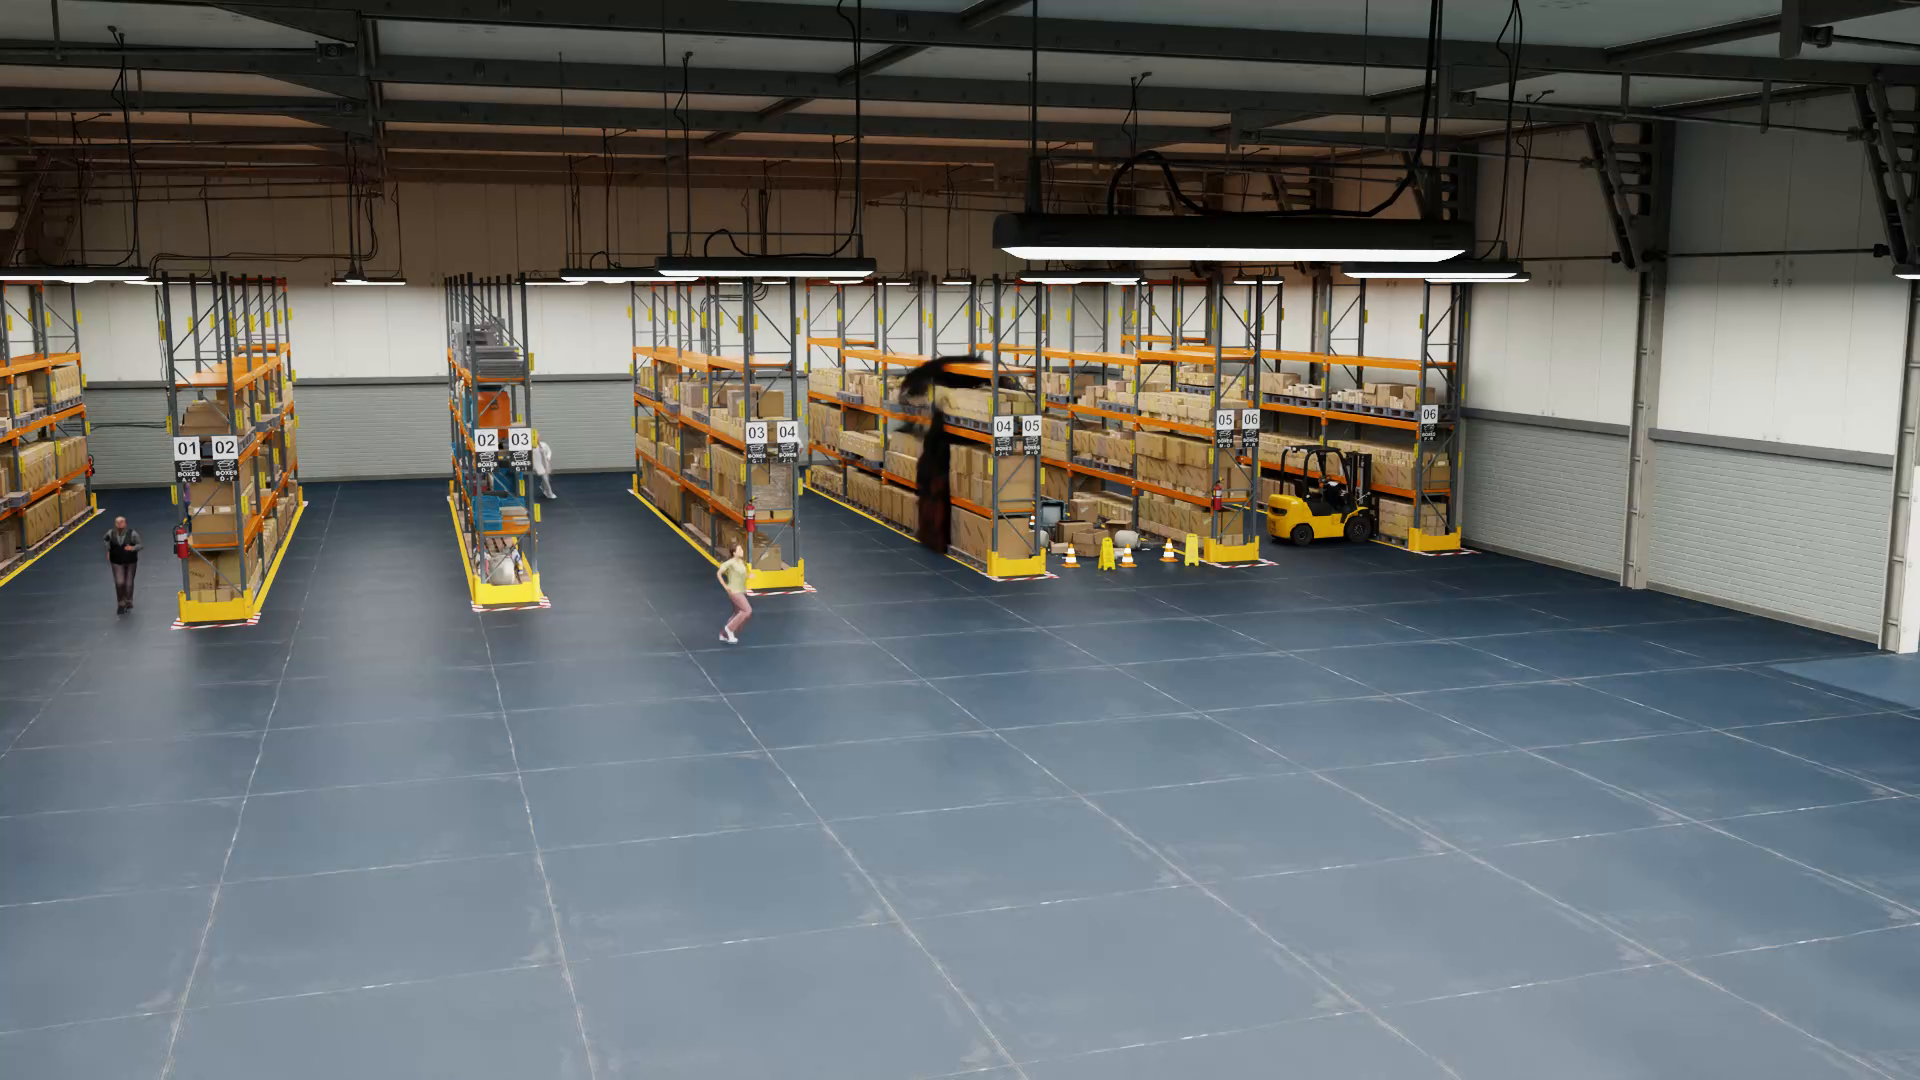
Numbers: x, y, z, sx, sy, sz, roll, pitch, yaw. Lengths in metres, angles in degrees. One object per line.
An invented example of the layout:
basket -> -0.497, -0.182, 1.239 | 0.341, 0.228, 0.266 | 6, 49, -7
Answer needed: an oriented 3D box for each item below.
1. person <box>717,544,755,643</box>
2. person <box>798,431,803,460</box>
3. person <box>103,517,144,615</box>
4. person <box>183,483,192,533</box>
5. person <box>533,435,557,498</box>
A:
person -> -3.619, 0.861, 26.937 | 0.610, 1.629, 0.578 | 2, 9, 16
person -> -4.865, -2.487, 49.112 | 0.656, 1.639, 0.569 | 8, 12, 42
person -> -14.794, 0.460, 29.461 | 0.656, 1.781, 0.781 | -4, 9, -24
person -> -17.713, -0.848, 38.412 | 0.534, 1.601, 0.830 | -4, 9, -23
person -> -11.513, -2.024, 45.552 | 0.773, 1.744, 0.961 | -8, 12, -42
